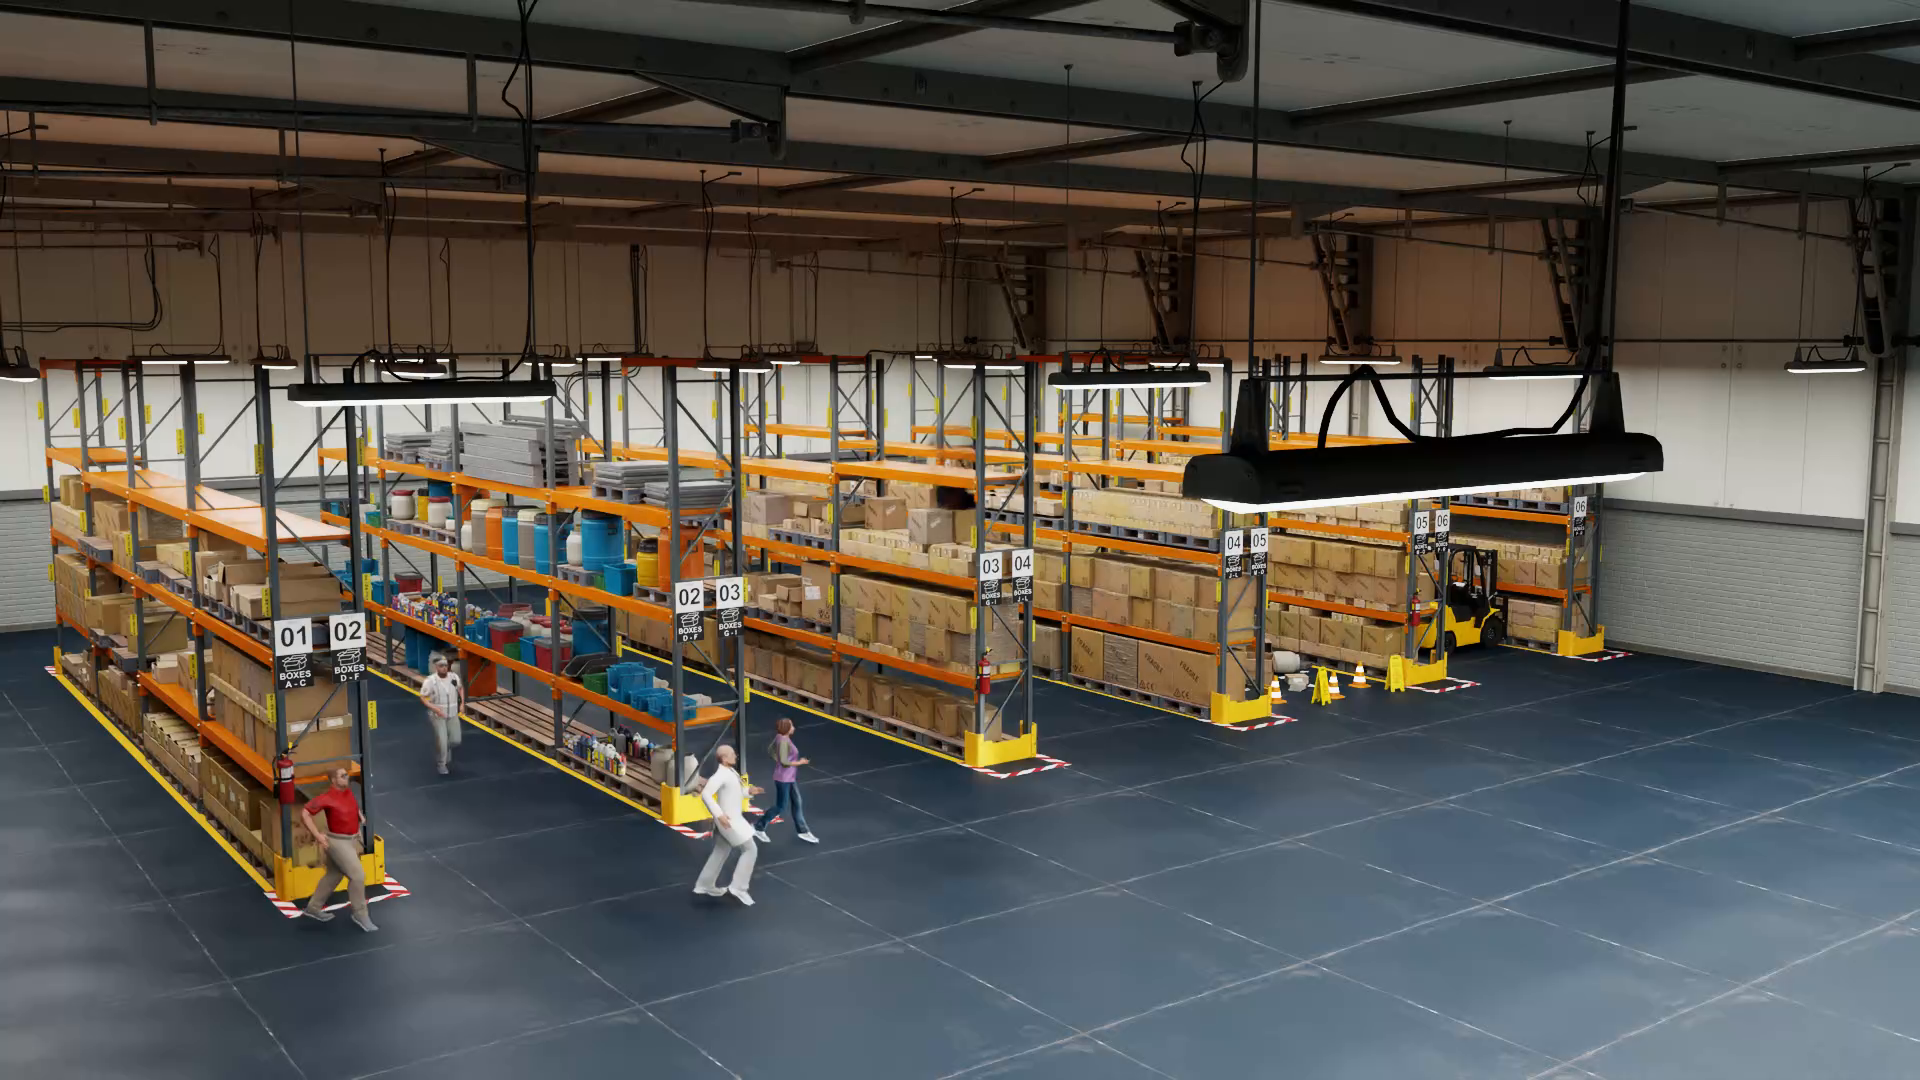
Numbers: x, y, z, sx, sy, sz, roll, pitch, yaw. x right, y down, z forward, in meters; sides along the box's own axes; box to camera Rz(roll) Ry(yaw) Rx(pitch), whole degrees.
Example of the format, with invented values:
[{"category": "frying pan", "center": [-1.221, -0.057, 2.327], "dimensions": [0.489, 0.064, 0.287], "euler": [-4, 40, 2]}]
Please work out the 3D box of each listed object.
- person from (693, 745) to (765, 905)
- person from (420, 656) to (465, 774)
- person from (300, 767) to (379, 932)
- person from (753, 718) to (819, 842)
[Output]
[{"category": "person", "center": [-2.604, 3.216, 18.732], "dimensions": [0.819, 1.845, 0.673], "euler": [-1, 7, -11]}, {"category": "person", "center": [-7.581, 2.543, 24.452], "dimensions": [0.698, 1.742, 0.620], "euler": [-6, 9, -39]}, {"category": "person", "center": [-6.697, 3.337, 17.974], "dimensions": [0.825, 1.788, 0.713], "euler": [0, 7, -4]}, {"category": "person", "center": [-2.197, 3.022, 20.831], "dimensions": [0.843, 1.611, 0.543], "euler": [0, 7, -3]}]
